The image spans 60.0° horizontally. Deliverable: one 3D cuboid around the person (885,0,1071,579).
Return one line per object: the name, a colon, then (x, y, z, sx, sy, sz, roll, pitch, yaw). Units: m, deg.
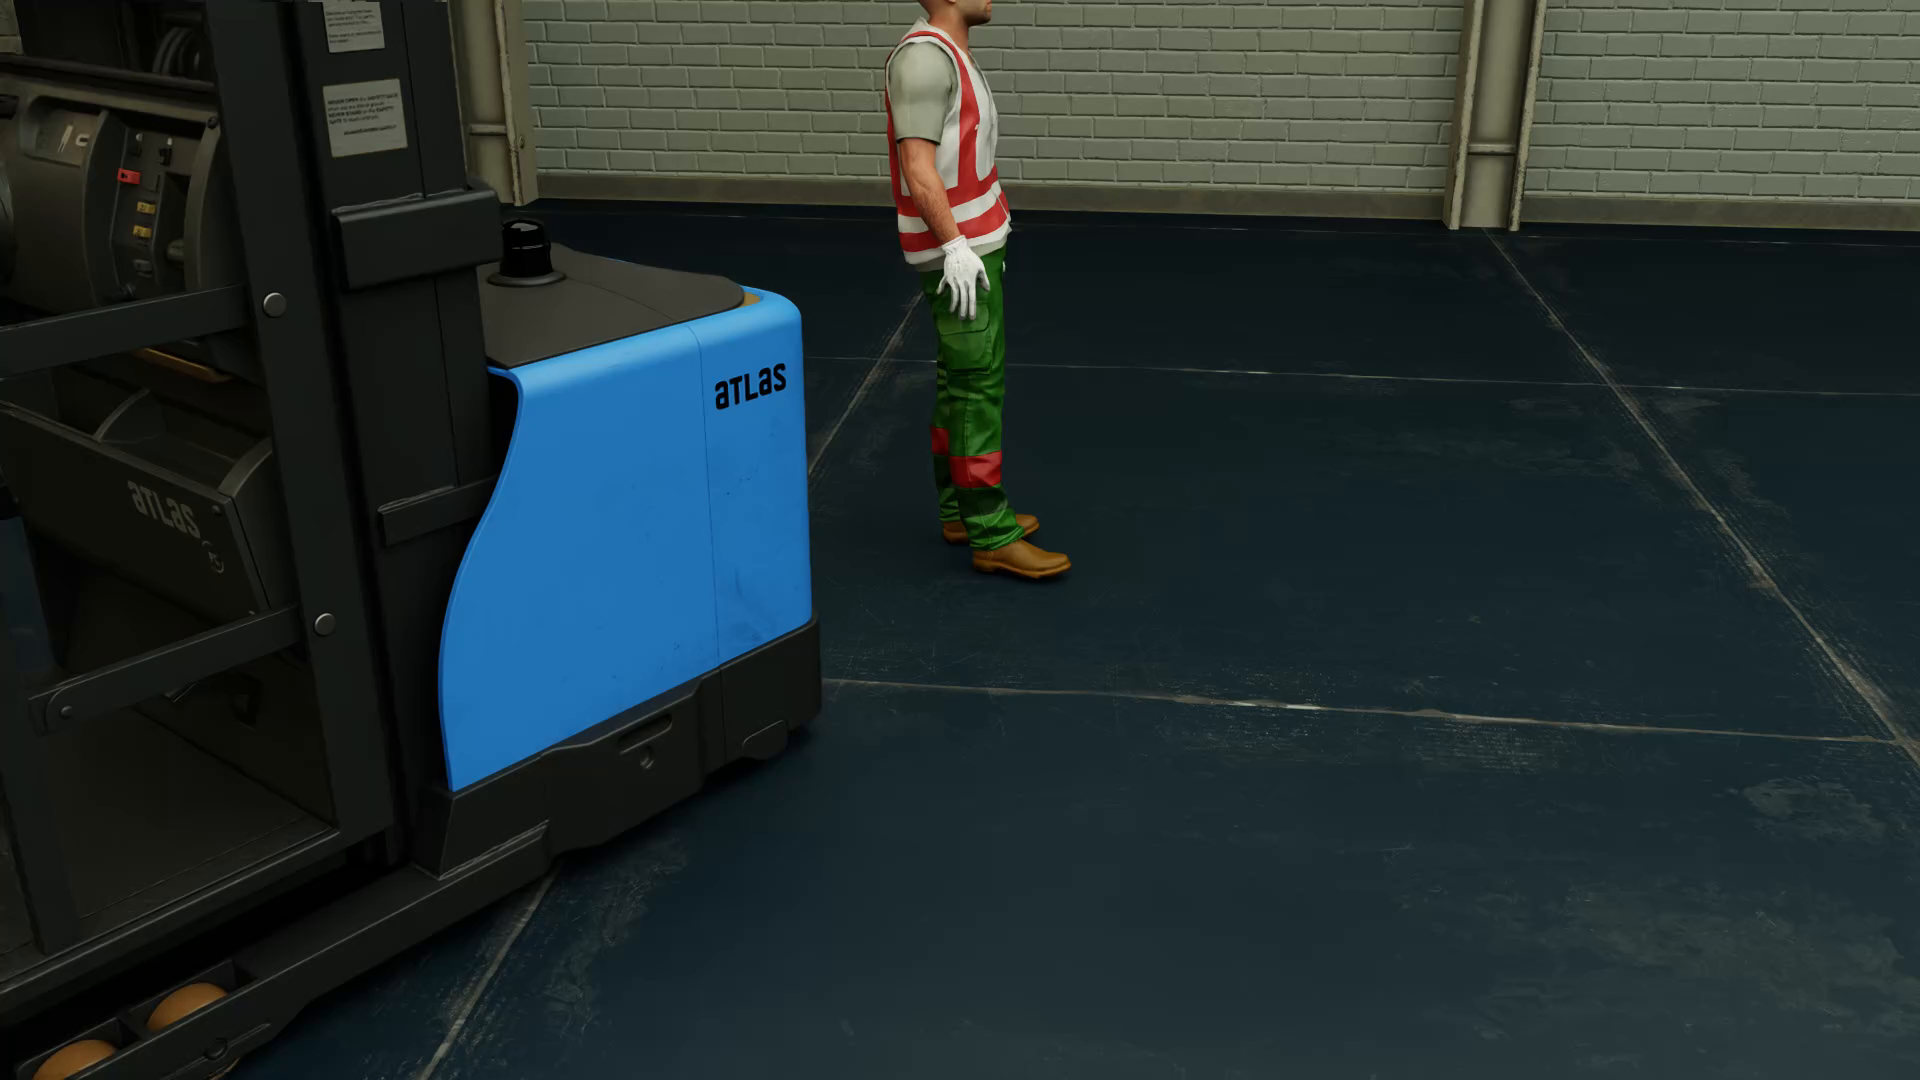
person: (0.078, -0.829, 4.820, 0.564, 1.787, 0.638, 3, 22, 7)

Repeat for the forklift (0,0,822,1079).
forklift: (-1.642, -0.578, 2.689, 1.130, 2.935, 3.031, 17, 27, 35)
